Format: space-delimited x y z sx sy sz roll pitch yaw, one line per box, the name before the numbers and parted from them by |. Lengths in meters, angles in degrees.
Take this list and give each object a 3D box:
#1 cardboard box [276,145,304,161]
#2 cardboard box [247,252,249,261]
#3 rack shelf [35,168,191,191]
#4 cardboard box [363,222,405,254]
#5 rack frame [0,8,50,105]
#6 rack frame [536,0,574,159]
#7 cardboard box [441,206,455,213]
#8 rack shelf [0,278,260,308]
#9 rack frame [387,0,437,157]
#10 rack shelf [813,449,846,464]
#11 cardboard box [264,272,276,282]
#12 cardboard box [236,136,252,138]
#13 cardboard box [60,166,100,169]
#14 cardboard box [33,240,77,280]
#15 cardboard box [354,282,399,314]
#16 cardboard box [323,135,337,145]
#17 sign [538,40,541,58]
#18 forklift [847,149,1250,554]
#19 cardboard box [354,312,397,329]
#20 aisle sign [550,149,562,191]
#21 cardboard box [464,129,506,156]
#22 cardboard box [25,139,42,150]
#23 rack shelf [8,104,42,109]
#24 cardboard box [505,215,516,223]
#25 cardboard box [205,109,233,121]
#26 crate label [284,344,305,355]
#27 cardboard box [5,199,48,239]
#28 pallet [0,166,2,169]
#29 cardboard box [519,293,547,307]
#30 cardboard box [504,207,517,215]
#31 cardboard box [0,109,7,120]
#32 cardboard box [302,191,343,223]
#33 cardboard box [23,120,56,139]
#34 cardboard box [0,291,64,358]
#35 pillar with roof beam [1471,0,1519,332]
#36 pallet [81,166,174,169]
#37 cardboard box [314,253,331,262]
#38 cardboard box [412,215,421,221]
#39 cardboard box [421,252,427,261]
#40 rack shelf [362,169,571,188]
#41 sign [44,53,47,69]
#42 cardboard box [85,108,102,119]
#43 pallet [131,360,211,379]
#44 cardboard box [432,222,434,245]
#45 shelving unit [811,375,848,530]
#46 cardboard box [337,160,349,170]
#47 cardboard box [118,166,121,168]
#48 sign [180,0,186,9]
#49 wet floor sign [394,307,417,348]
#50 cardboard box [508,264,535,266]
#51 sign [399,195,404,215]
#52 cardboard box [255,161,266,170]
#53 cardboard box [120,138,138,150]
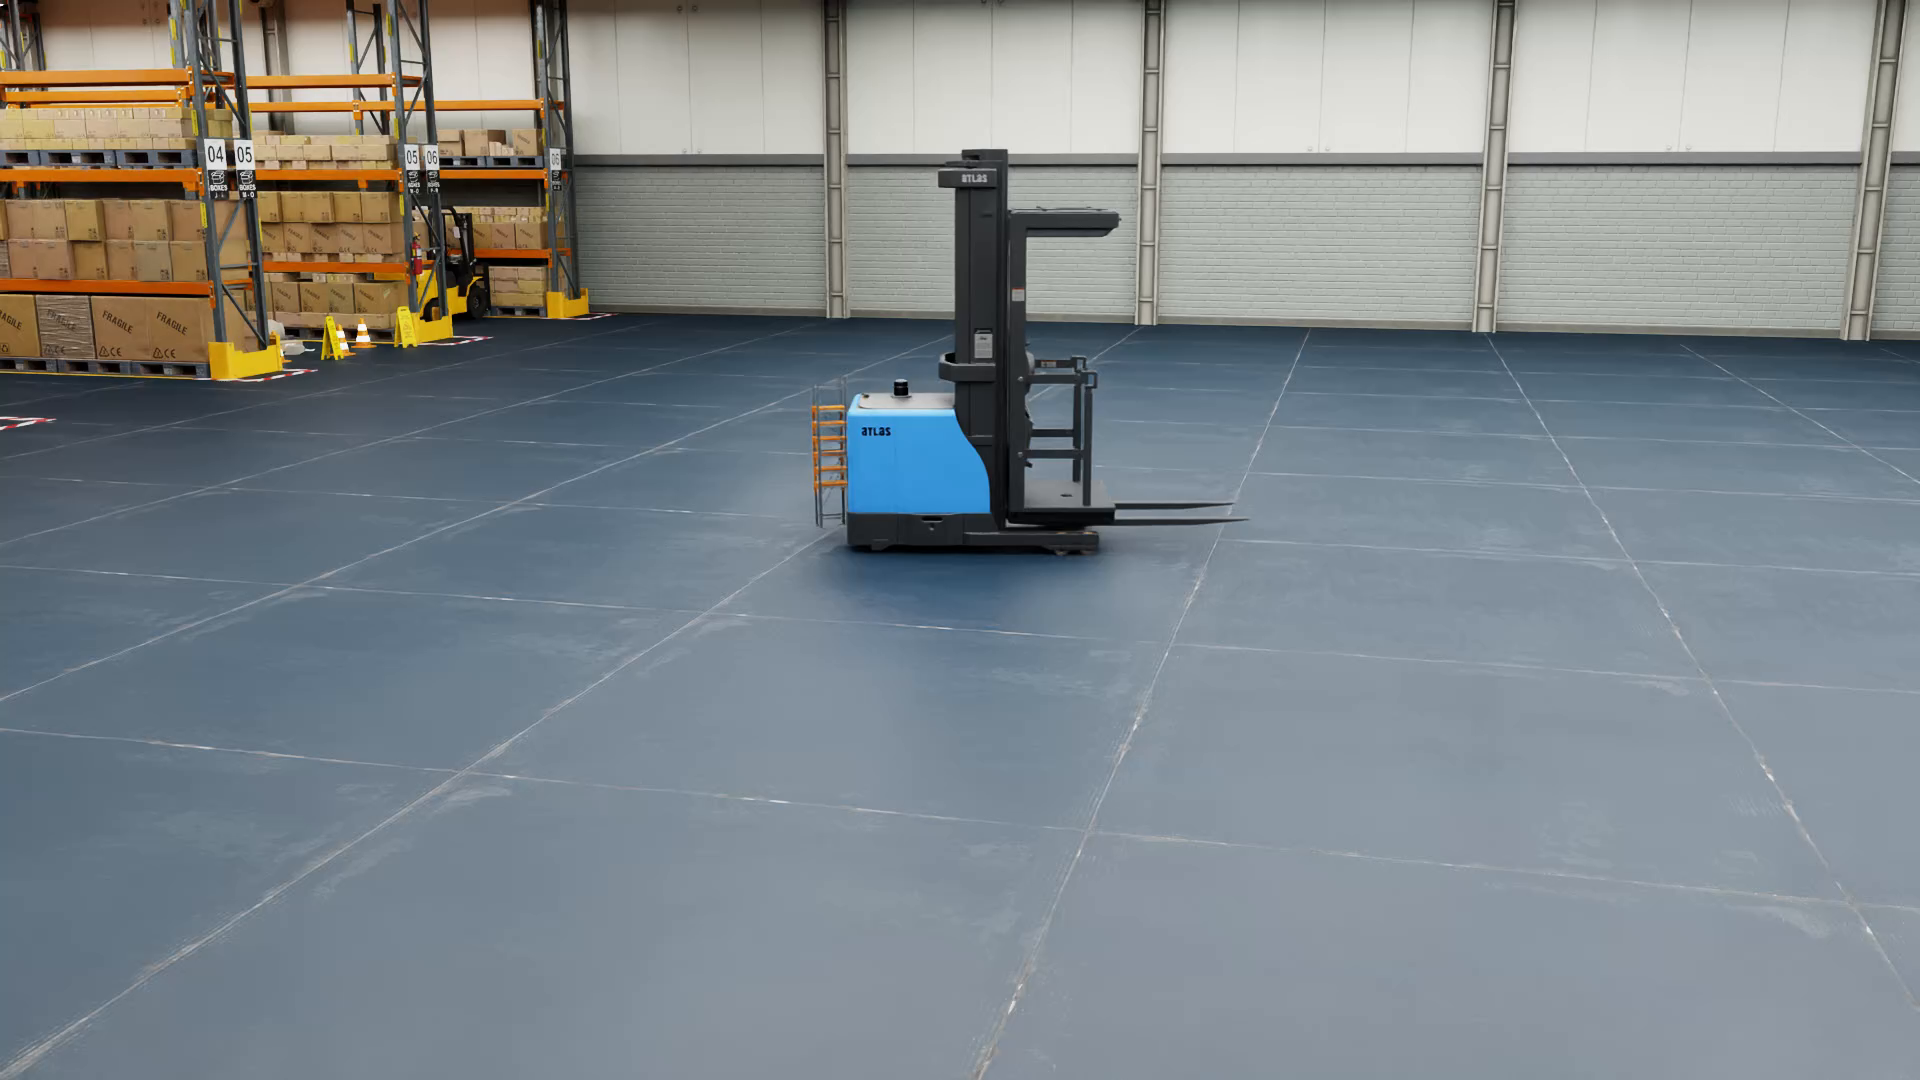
cardboard box | -10.955 -6.416 27.554 0.500 0.250 0.500 3 13 14
cardboard box | -12.041 -4.823 28.221 0.250 0.149 0.380 3 13 13
rack shelf | -14.735 -6.256 28.836 4.000 0.370 1.077 3 13 14
cardboard box | -9.502 -4.996 27.502 0.500 0.500 0.500 3 13 13
rack frame | -19.374 -9.427 34.542 0.127 3.000 1.000 3 13 14
rack frame | -7.724 -8.805 31.735 0.127 3.000 1.000 3 13 14
cardboard box | -10.099 -6.465 32.625 0.250 0.149 0.380 3 13 13
rack shelf | -11.939 -3.538 23.510 4.000 0.370 1.077 3 13 14
rack frame | -8.909 -7.761 27.029 0.127 3.000 1.000 3 13 14
rack shelf | -1.023 -0.651 13.176 0.258 0.103 0.180 -4 10 -16
cardboard box | -11.678 -4.452 28.117 0.250 0.149 0.380 4 13 16
cardboard box | -11.803 -6.643 27.658 0.250 0.149 0.380 3 13 13
cardboard box | -15.189 -6.689 28.885 0.637 0.503 0.797 3 13 14
cardboard box | -12.484 -3.973 23.463 0.550 0.550 0.875 3 13 14
cardboard box | -9.750 -4.047 27.791 0.500 0.500 0.500 3 13 14
cardboard box | -10.272 -6.587 27.406 0.250 0.149 0.380 3 13 14
sign | -7.868 -9.186 31.114 0.005 0.325 0.100 3 13 14
forklift | 0.667 -1.439 12.545 3.031 2.935 1.130 0 13 -1
cardboard box | -9.782 -3.681 27.871 0.500 0.250 0.500 3 13 13
aisle sign | -7.730 -7.080 31.809 0.004 0.787 0.394 3 13 14
cardboard box | -9.182 -7.689 32.200 0.500 0.500 0.700 3 13 14
cardboard box | -12.620 -5.446 22.902 0.250 0.149 0.380 3 13 13
rack shelf | -21.316 -9.178 35.088 4.000 0.370 1.077 3 13 14
cardboard box | -8.620 -6.234 32.270 0.250 0.149 0.380 3 13 15
cardboard box | -10.245 -5.855 22.903 0.250 0.149 0.380 3 13 14
crate label | -10.350 -2.962 25.861 0.298 0.136 0.250 -4 13 -16
cardboard box | -12.969 -4.563 23.629 0.550 0.550 0.875 3 13 14
pallet | -17.314 -6.641 29.346 1.003 0.211 1.213 4 13 16
cardboard box | -8.256 -4.696 32.448 0.500 0.250 0.500 3 13 14
cardboard box | -8.629 -6.375 32.219 0.250 0.149 0.380 3 13 15
cardboard box | -13.115 -5.862 22.934 0.250 0.149 0.380 3 13 13
cardboard box | -10.467 -5.527 27.588 0.500 0.500 0.700 3 13 13
cardboard box | -12.493 -5.647 22.888 0.500 0.250 0.500 3 13 13
cardboard box | -13.287 -3.114 23.871 0.875 0.875 0.875 3 13 14
pillar with roof beam | 8.260 -7.191 24.461 0.400 9.000 9.100 3 13 14
pallet | -14.374 -6.520 28.795 1.003 0.211 1.213 3 13 14
cardboard box | -10.582 -4.735 27.824 0.250 0.149 0.380 3 13 13
cardboard box | -10.628 -6.328 32.694 0.250 0.149 0.380 3 13 15
cardboard box | -9.190 -4.770 27.982 0.250 0.149 0.380 3 13 14
rack shelf | -9.665 -7.093 32.606 4.000 0.370 1.077 3 13 14
sign | -19.247 -10.078 34.951 0.005 0.325 0.100 3 13 14
cardboard box | -11.640 -5.783 22.578 0.250 0.149 0.380 3 13 13
pallet | -10.792 -2.449 23.379 1.213 0.211 1.003 3 13 14
cardboard box | -10.237 -6.005 32.735 0.500 0.500 0.500 3 13 13
shelving unit | -1.024 -0.695 13.169 0.258 1.200 0.189 -4 10 -16
cardboard box | -10.052 -6.187 27.444 0.250 0.149 0.380 3 13 14
cardboard box | -17.021 -7.710 34.071 0.500 0.250 0.500 3 13 14
sign | -10.141 -7.096 21.693 0.005 0.325 0.100 3 13 14
wet floor sign | -8.981 -3.448 26.876 0.232 0.644 0.267 8 15 33
cardboard box | -8.631 -5.317 32.934 0.500 0.250 0.500 3 13 14
sign | -9.062 -5.436 26.998 0.005 0.325 0.100 3 13 14
cardboard box | -11.551 -6.261 27.775 0.250 0.149 0.380 3 13 12
cardboard box | -11.140 -5.367 22.545 0.250 0.149 0.380 3 13 14
